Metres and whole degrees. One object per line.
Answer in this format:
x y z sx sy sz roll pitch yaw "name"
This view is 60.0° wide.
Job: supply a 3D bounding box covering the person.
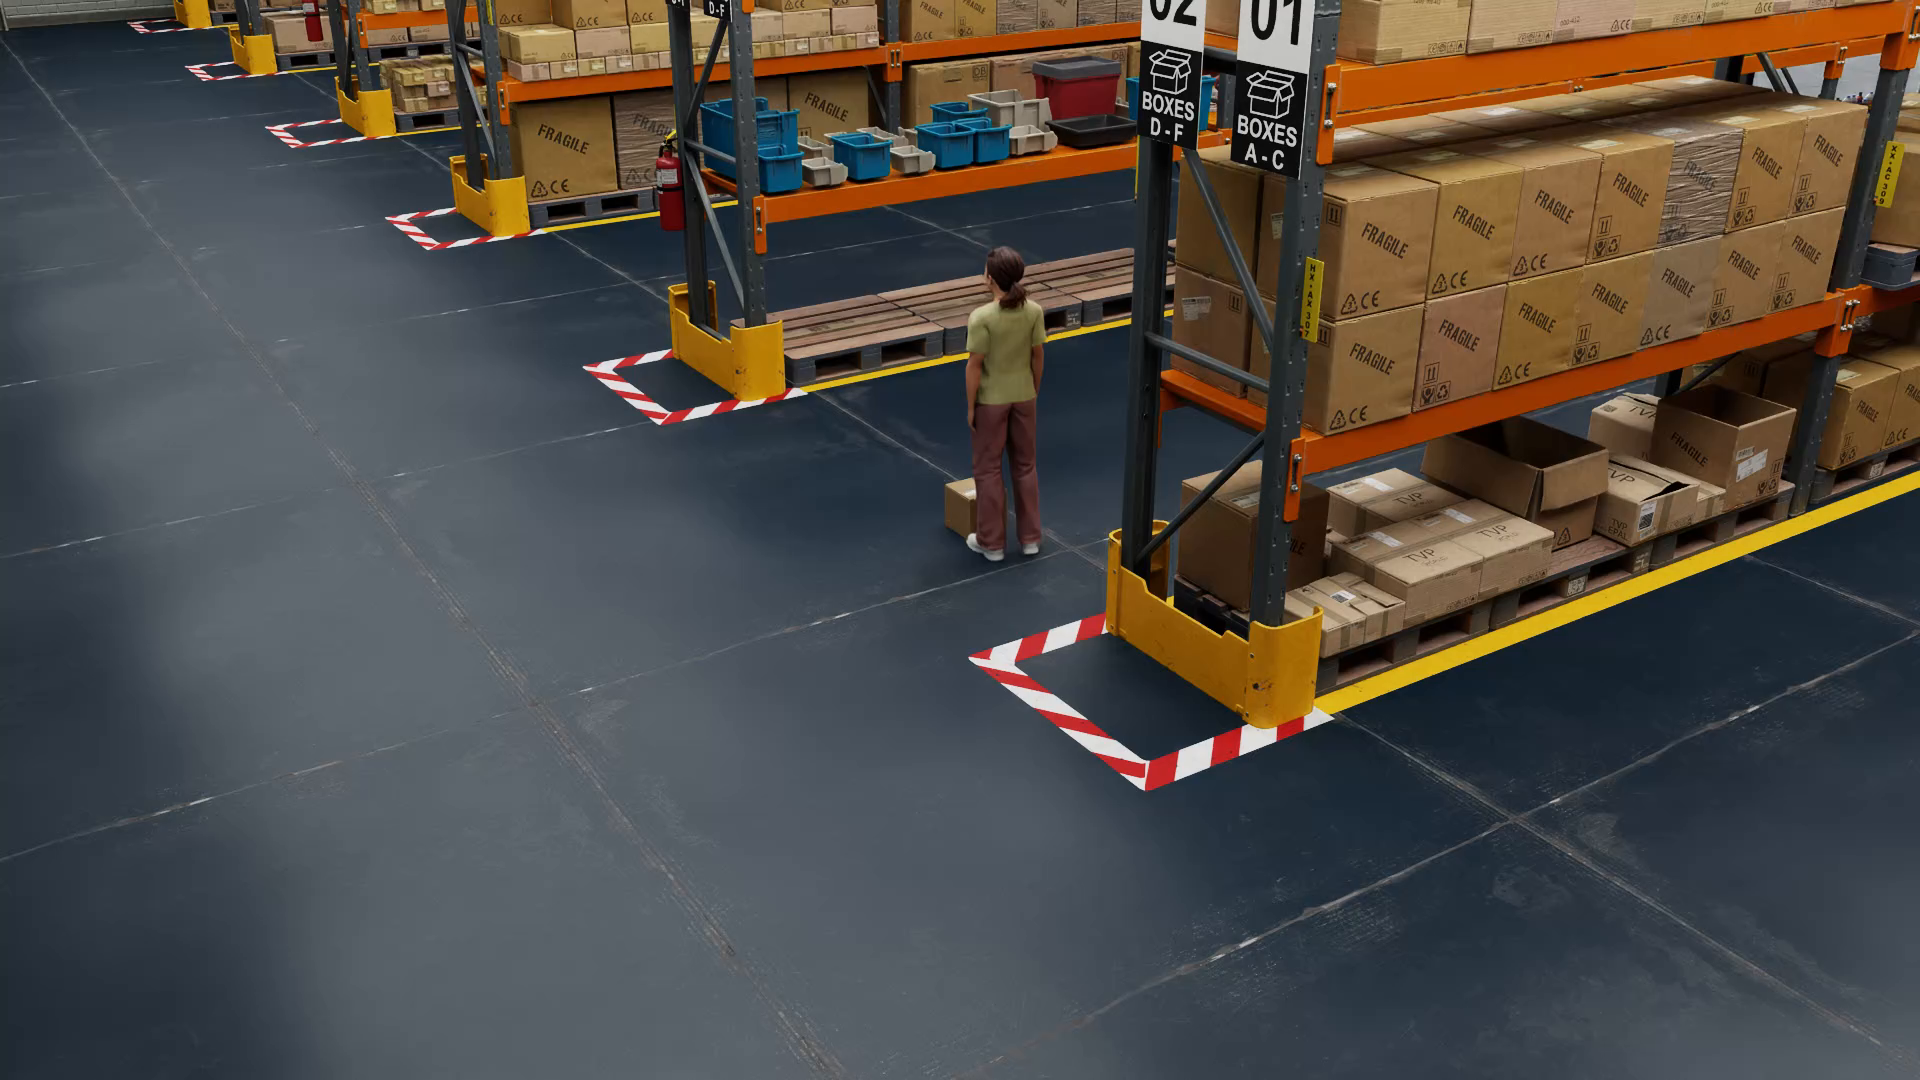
0.223 -0.687 8.588 0.457 1.690 0.364 -11 27 -22 "person"
